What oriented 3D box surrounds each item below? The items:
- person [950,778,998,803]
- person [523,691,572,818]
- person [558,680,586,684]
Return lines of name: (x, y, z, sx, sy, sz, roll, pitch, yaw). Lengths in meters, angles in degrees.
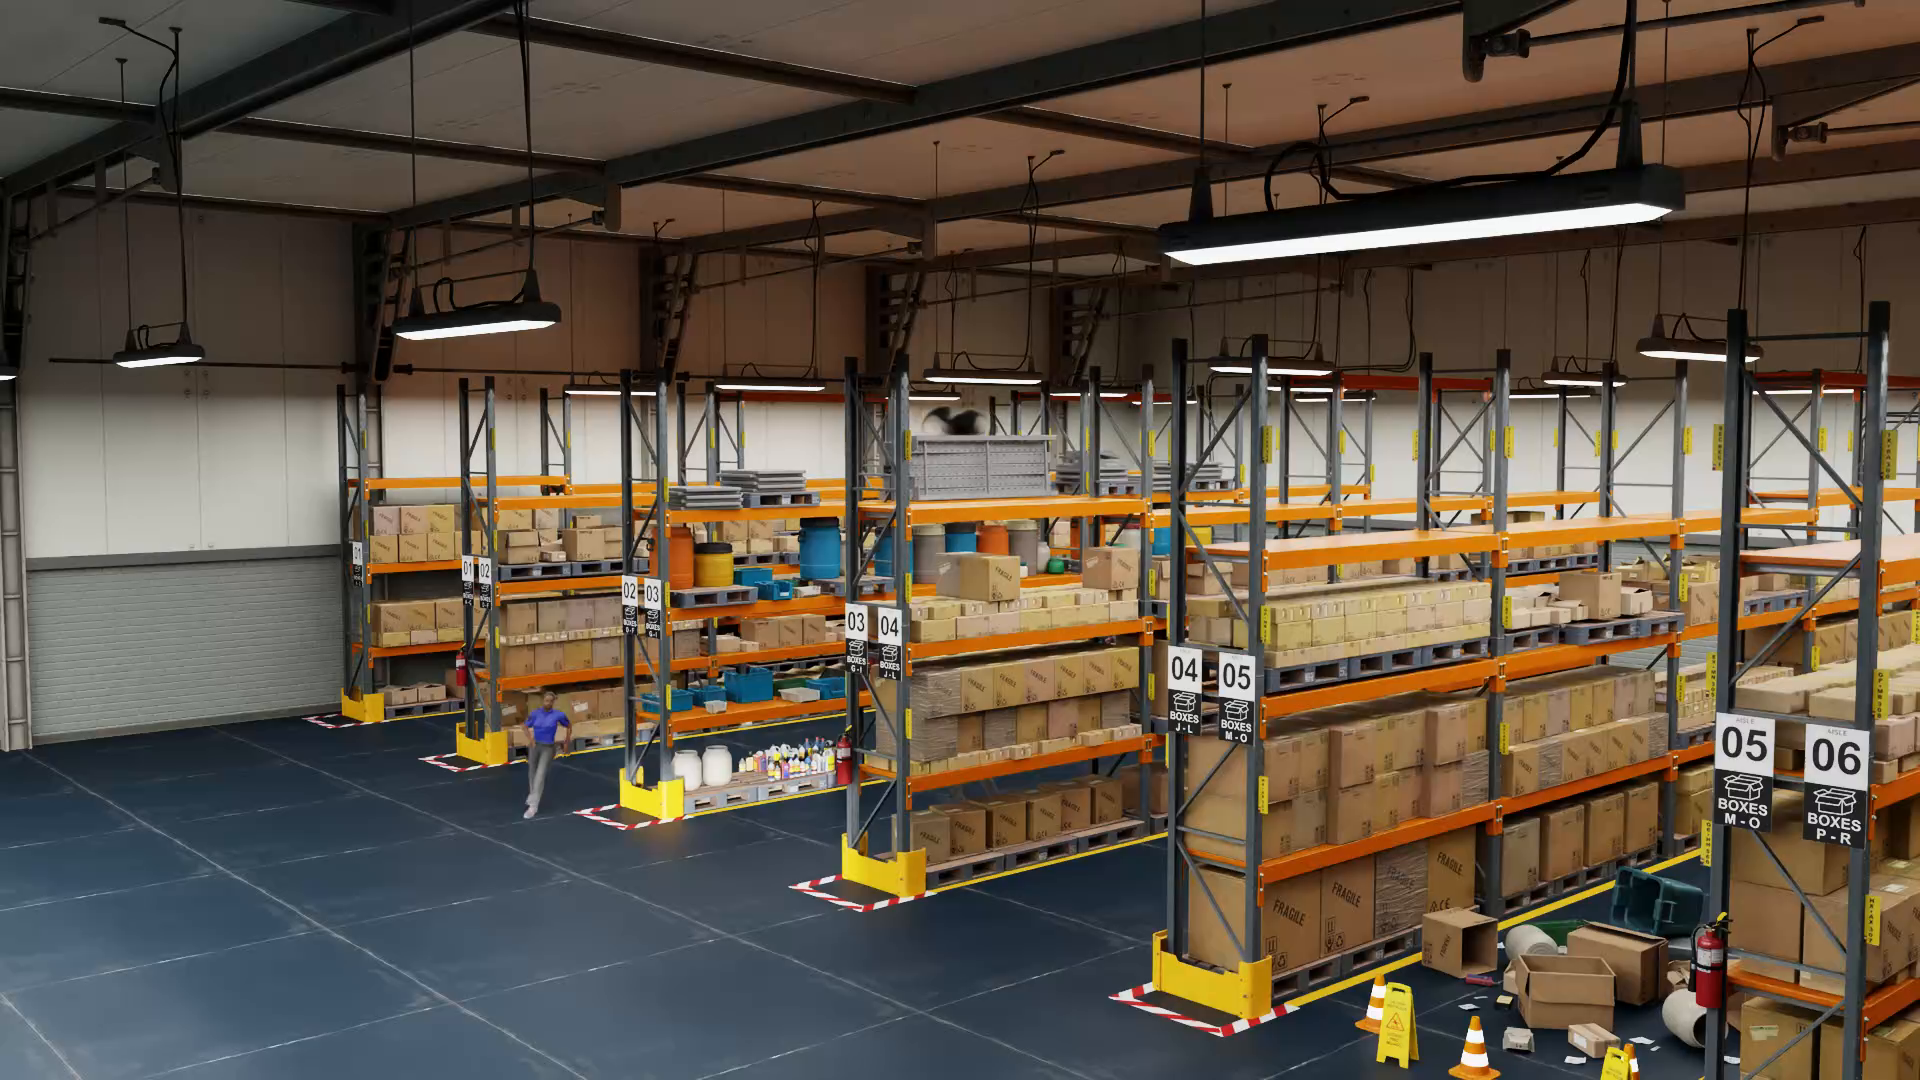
person: (0.167, 2.876, 22.405, 0.895, 1.675, 0.570, -3, 5, -41)
person: (-5.616, 2.862, 22.506, 0.687, 1.645, 0.864, 0, 4, 1)
person: (-6.897, 2.385, 29.741, 0.668, 1.762, 0.748, 2, 4, 24)
